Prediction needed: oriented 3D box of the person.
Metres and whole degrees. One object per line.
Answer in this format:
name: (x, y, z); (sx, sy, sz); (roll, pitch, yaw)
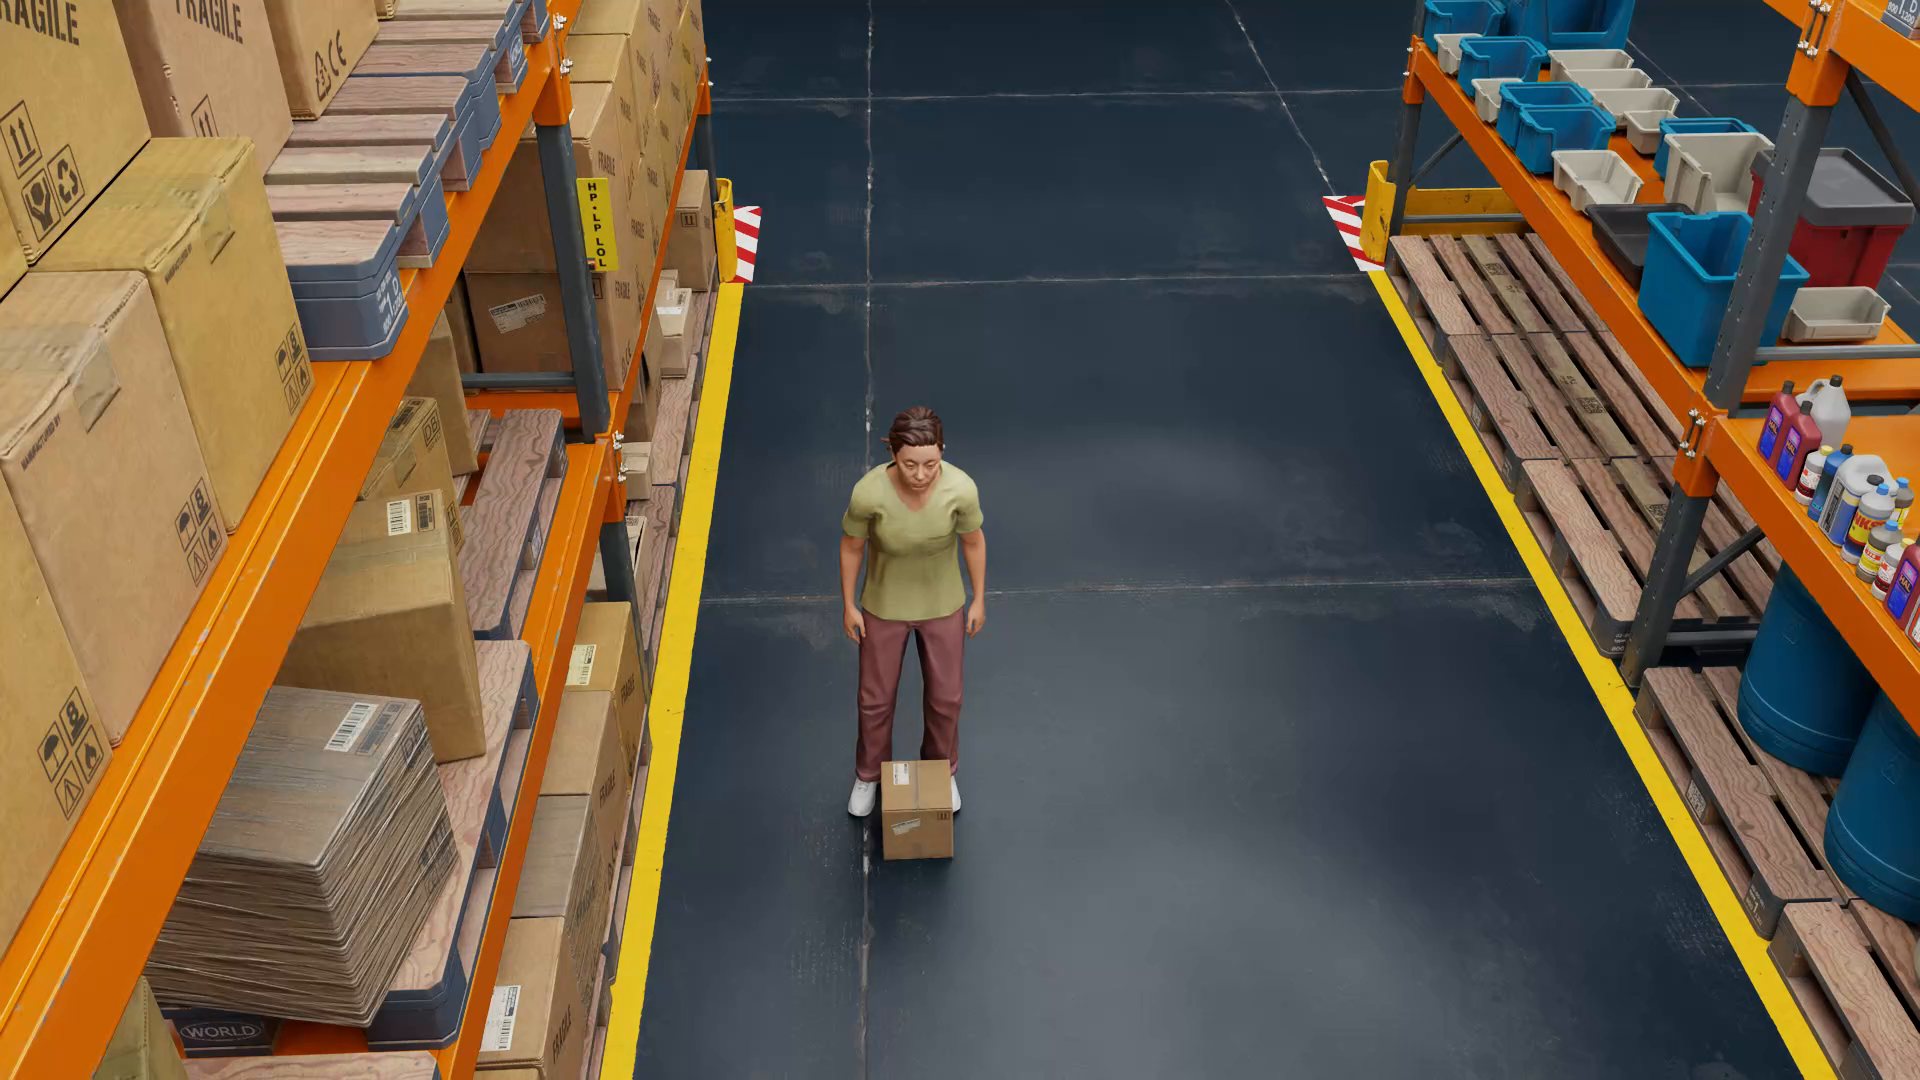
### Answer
person: (-0.164, 0.251, 5.794); (0.521, 1.672, 0.357); (-3, 35, -4)
